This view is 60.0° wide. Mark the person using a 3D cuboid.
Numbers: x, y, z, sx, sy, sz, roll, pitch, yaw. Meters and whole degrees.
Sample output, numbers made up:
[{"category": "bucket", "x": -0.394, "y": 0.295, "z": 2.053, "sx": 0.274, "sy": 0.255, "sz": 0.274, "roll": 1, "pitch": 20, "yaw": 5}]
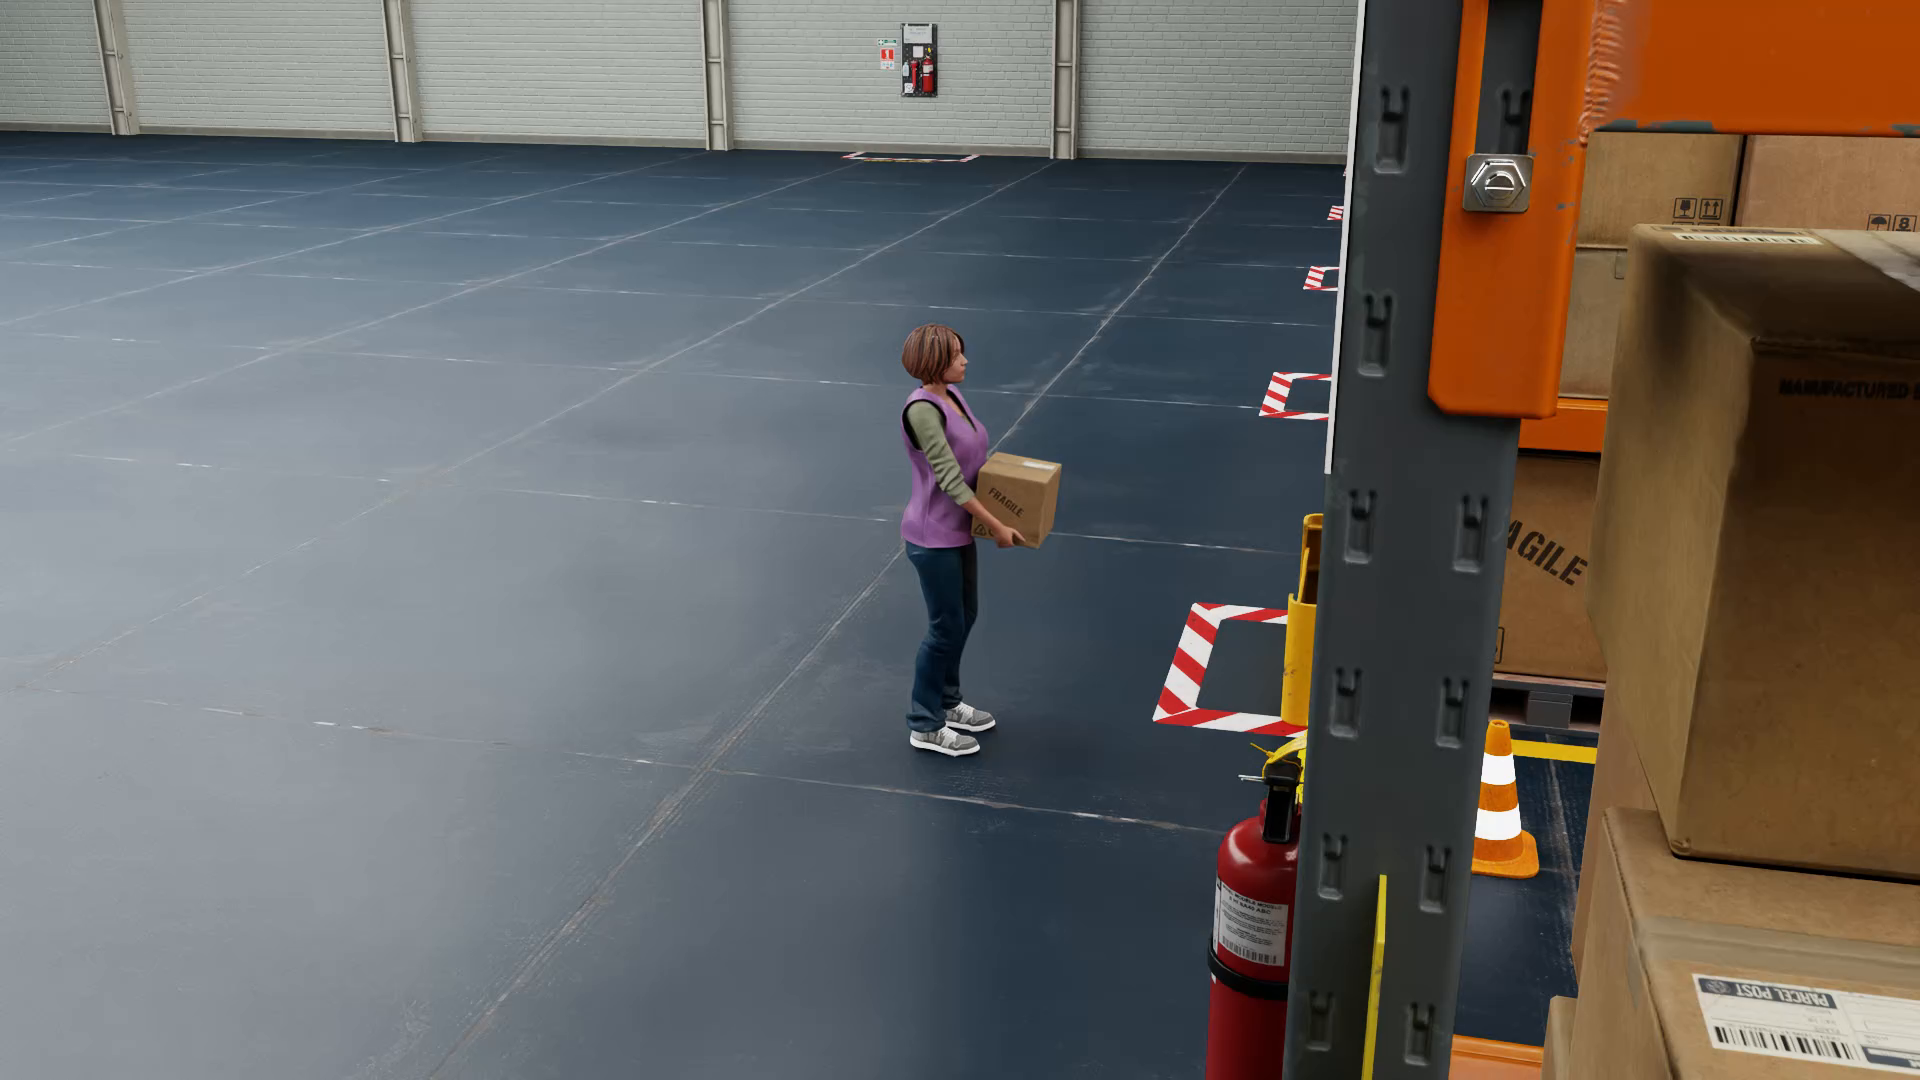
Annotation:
[{"category": "person", "x": 0.030, "y": 0.004, "z": 6.074, "sx": 0.489, "sy": 1.593, "sz": 0.405, "roll": 5, "pitch": 19, "yaw": 15}]
